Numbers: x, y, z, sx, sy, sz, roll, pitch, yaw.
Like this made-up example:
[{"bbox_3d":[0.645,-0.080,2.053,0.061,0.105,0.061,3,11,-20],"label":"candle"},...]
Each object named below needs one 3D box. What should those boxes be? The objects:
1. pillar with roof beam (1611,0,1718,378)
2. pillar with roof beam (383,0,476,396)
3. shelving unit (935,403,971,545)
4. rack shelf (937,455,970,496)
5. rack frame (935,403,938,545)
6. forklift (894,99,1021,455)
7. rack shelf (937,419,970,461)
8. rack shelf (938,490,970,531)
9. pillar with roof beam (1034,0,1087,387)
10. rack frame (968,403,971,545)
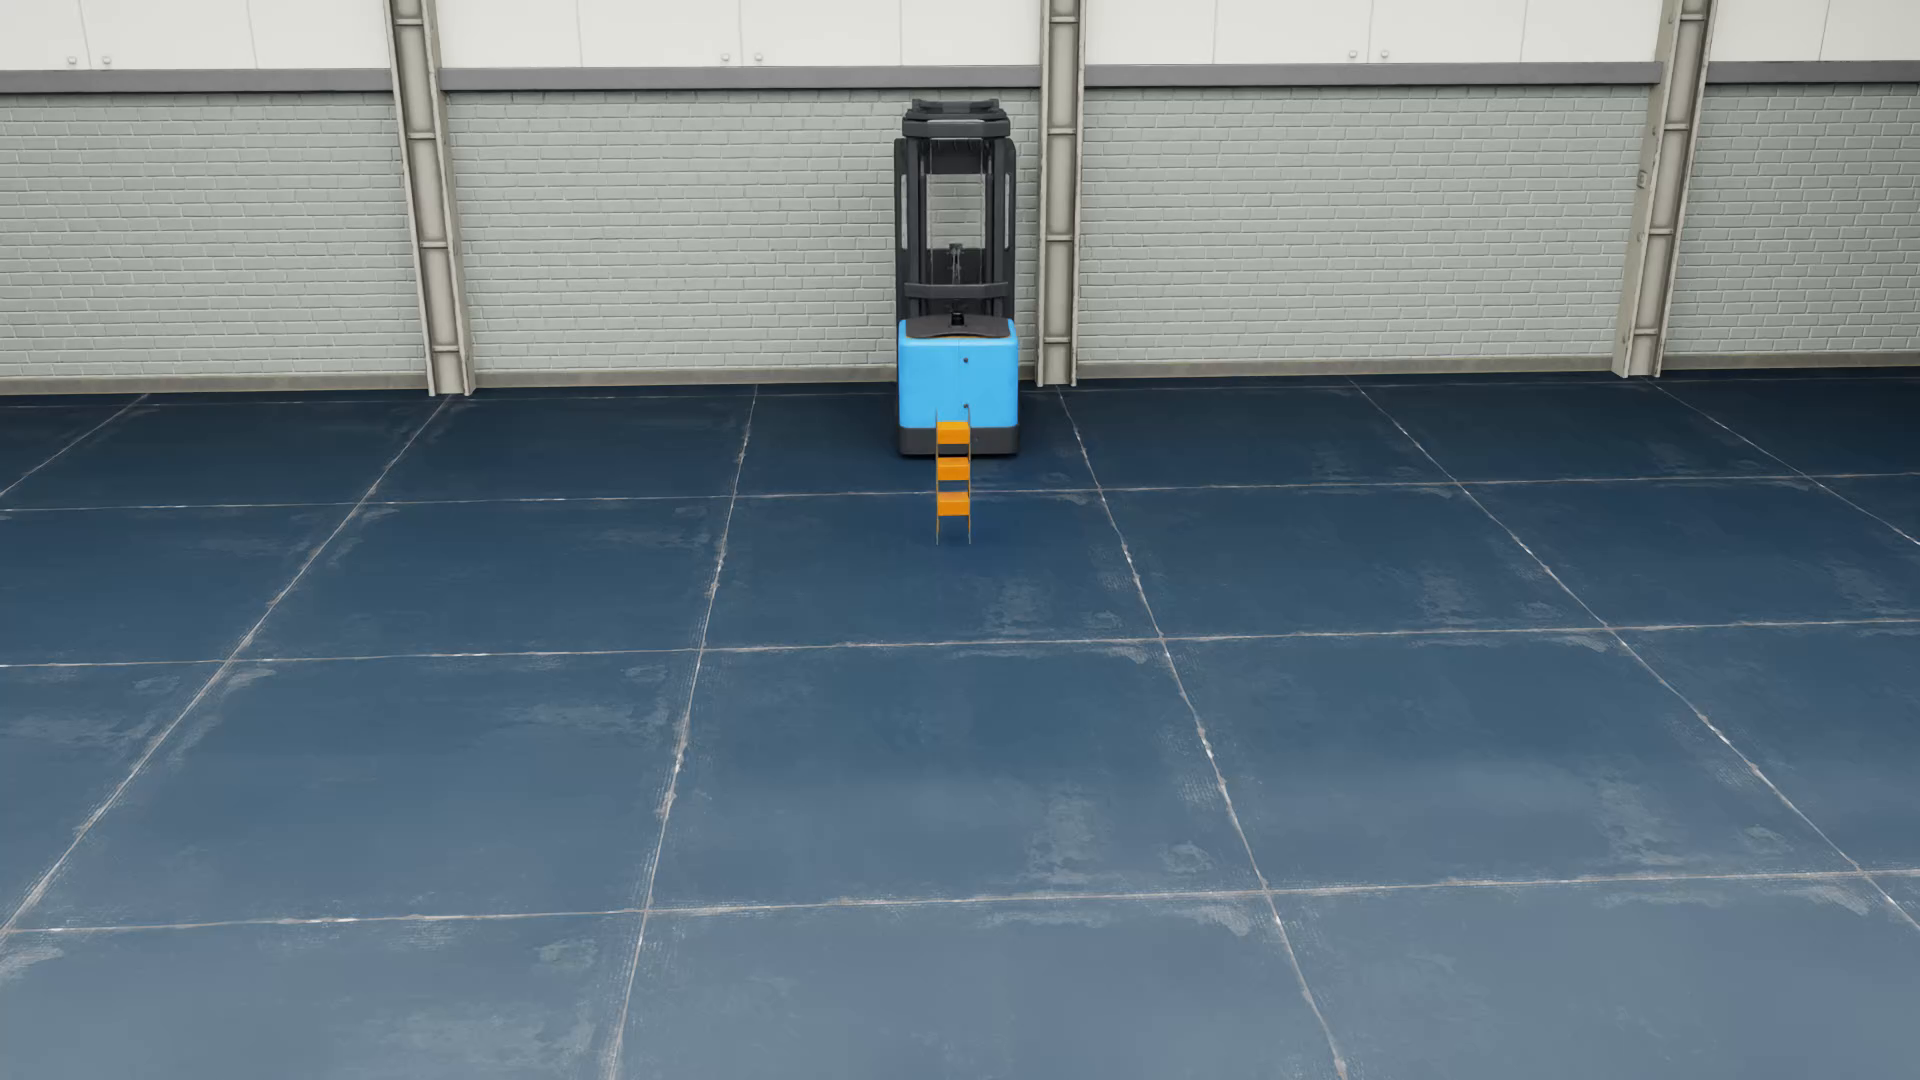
[{"bbox_3d":[7.198,-4.393,11.513,0.400,9.000,9.100,-1,21,-3],"label":"pillar with roof beam"},{"bbox_3d":[-4.782,-4.150,10.873,0.400,9.000,9.100,-1,21,-3],"label":"pillar with roof beam"},{"bbox_3d":[-0.053,-0.490,12.431,0.252,1.050,0.215,-1,21,-3],"label":"shelving unit"},{"bbox_3d":[-0.053,-0.480,12.435,0.240,0.259,0.215,-1,21,-3],"label":"rack shelf"},{"bbox_3d":[-0.175,-0.487,12.425,0.008,1.050,0.200,-1,21,-3],"label":"rack frame"},{"bbox_3d":[-0.051,-2.578,15.274,1.130,2.935,3.031,-1,21,-2],"label":"forklift"},{"bbox_3d":[-0.053,-0.745,12.334,0.240,0.259,0.215,-1,21,-3],"label":"rack shelf"},{"bbox_3d":[-0.053,-0.220,12.534,0.240,0.259,0.215,-1,21,-3],"label":"rack shelf"},{"bbox_3d":[1.208,-4.271,11.193,0.400,9.000,9.100,-1,21,-3],"label":"pillar with roof beam"},{"bbox_3d":[0.068,-0.492,12.438,0.008,1.050,0.200,-1,21,-3],"label":"rack frame"}]
